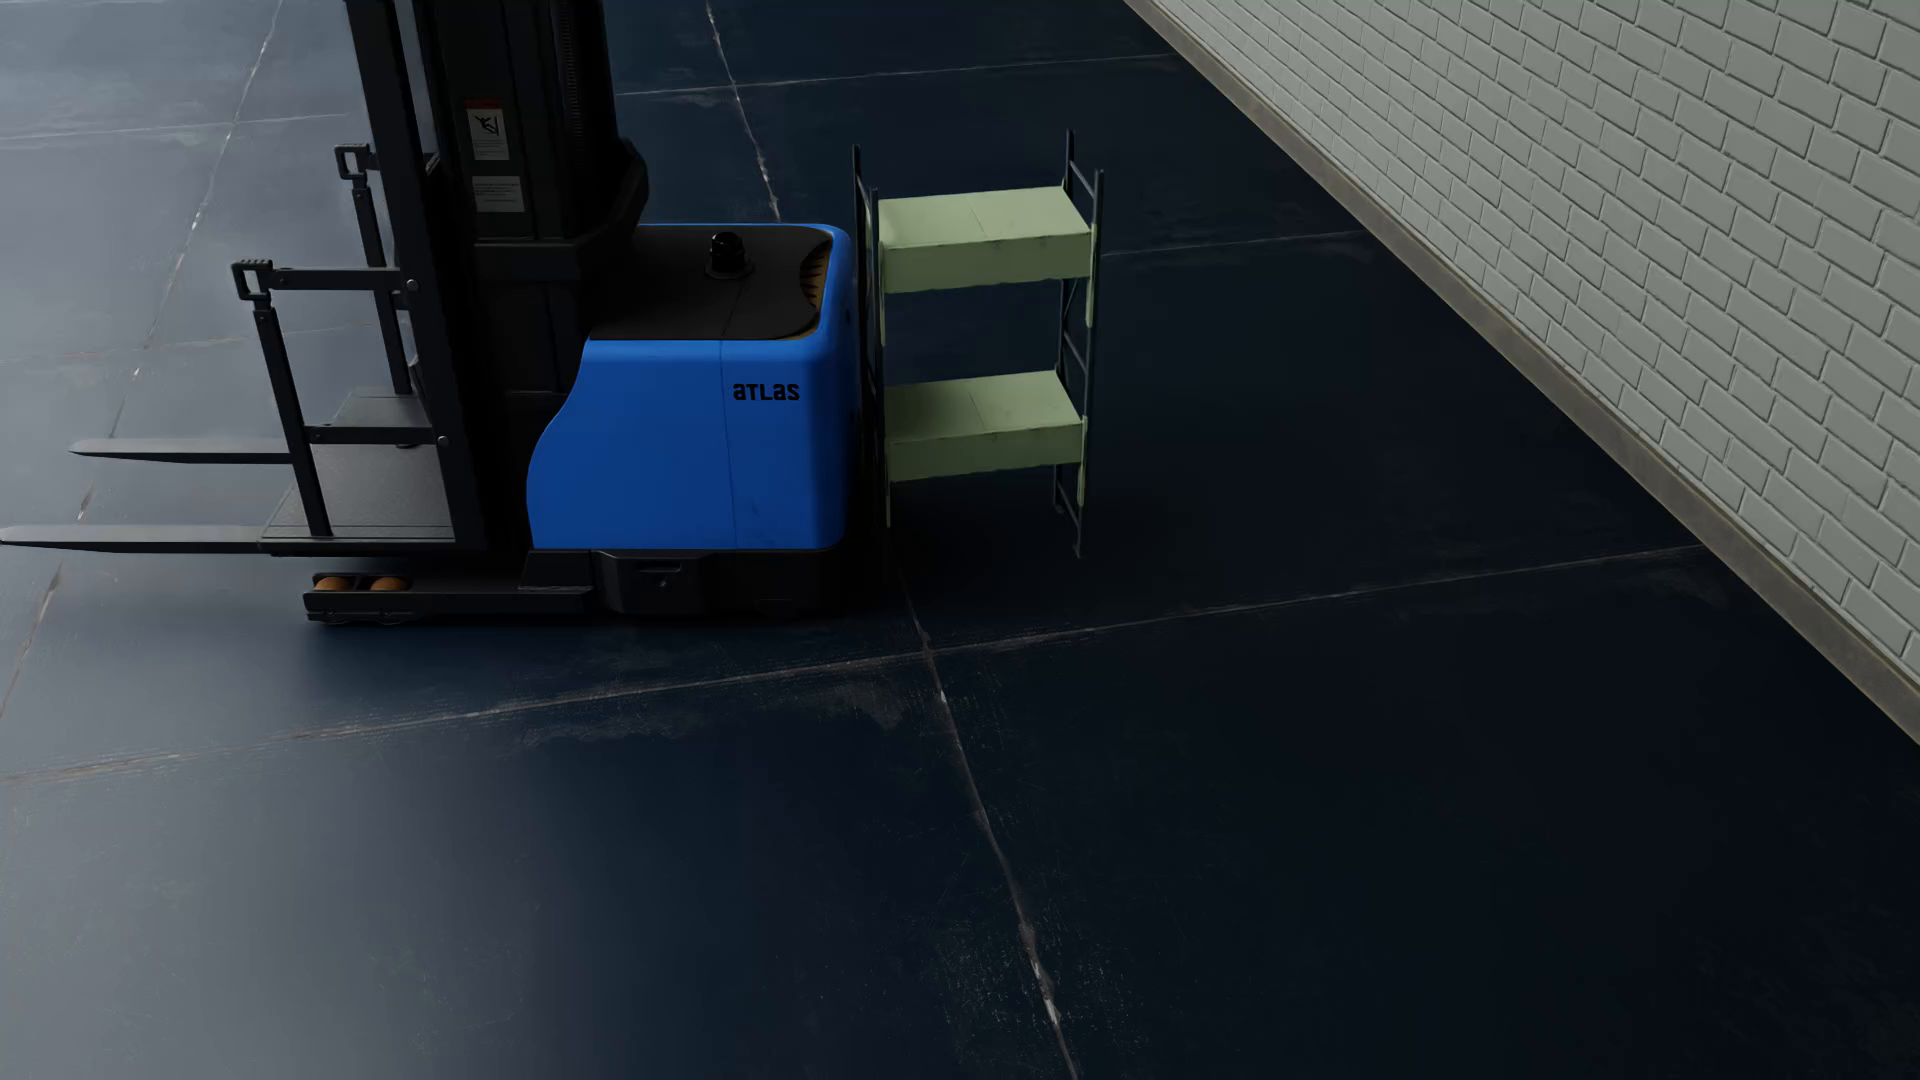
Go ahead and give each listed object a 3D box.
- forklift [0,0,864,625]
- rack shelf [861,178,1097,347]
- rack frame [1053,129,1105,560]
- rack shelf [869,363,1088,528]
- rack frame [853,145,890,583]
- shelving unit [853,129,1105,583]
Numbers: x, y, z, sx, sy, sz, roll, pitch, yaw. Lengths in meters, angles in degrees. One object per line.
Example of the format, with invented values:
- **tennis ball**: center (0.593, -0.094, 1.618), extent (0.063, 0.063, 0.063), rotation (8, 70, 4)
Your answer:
- **forklift**: center (-1.897, -1.215, 5.430), extent (3.031, 2.935, 1.130), rotation (0, 34, 0)
- **rack shelf**: center (0.053, -0.942, 5.608), extent (0.720, 0.370, 0.431), rotation (-6, 34, -9)
- **rack frame**: center (0.412, -0.659, 5.885), extent (0.023, 1.500, 0.400), rotation (-6, 34, -9)
- **rack shelf**: center (0.053, -0.347, 6.007), extent (0.720, 0.370, 0.431), rotation (-6, 34, -9)
- **rack frame**: center (-0.306, -0.578, 5.765), extent (0.023, 1.500, 0.400), rotation (-6, 34, -9)
- **shelving unit**: center (0.053, -0.618, 5.825), extent (0.755, 1.500, 0.431), rotation (-6, 34, -9)
